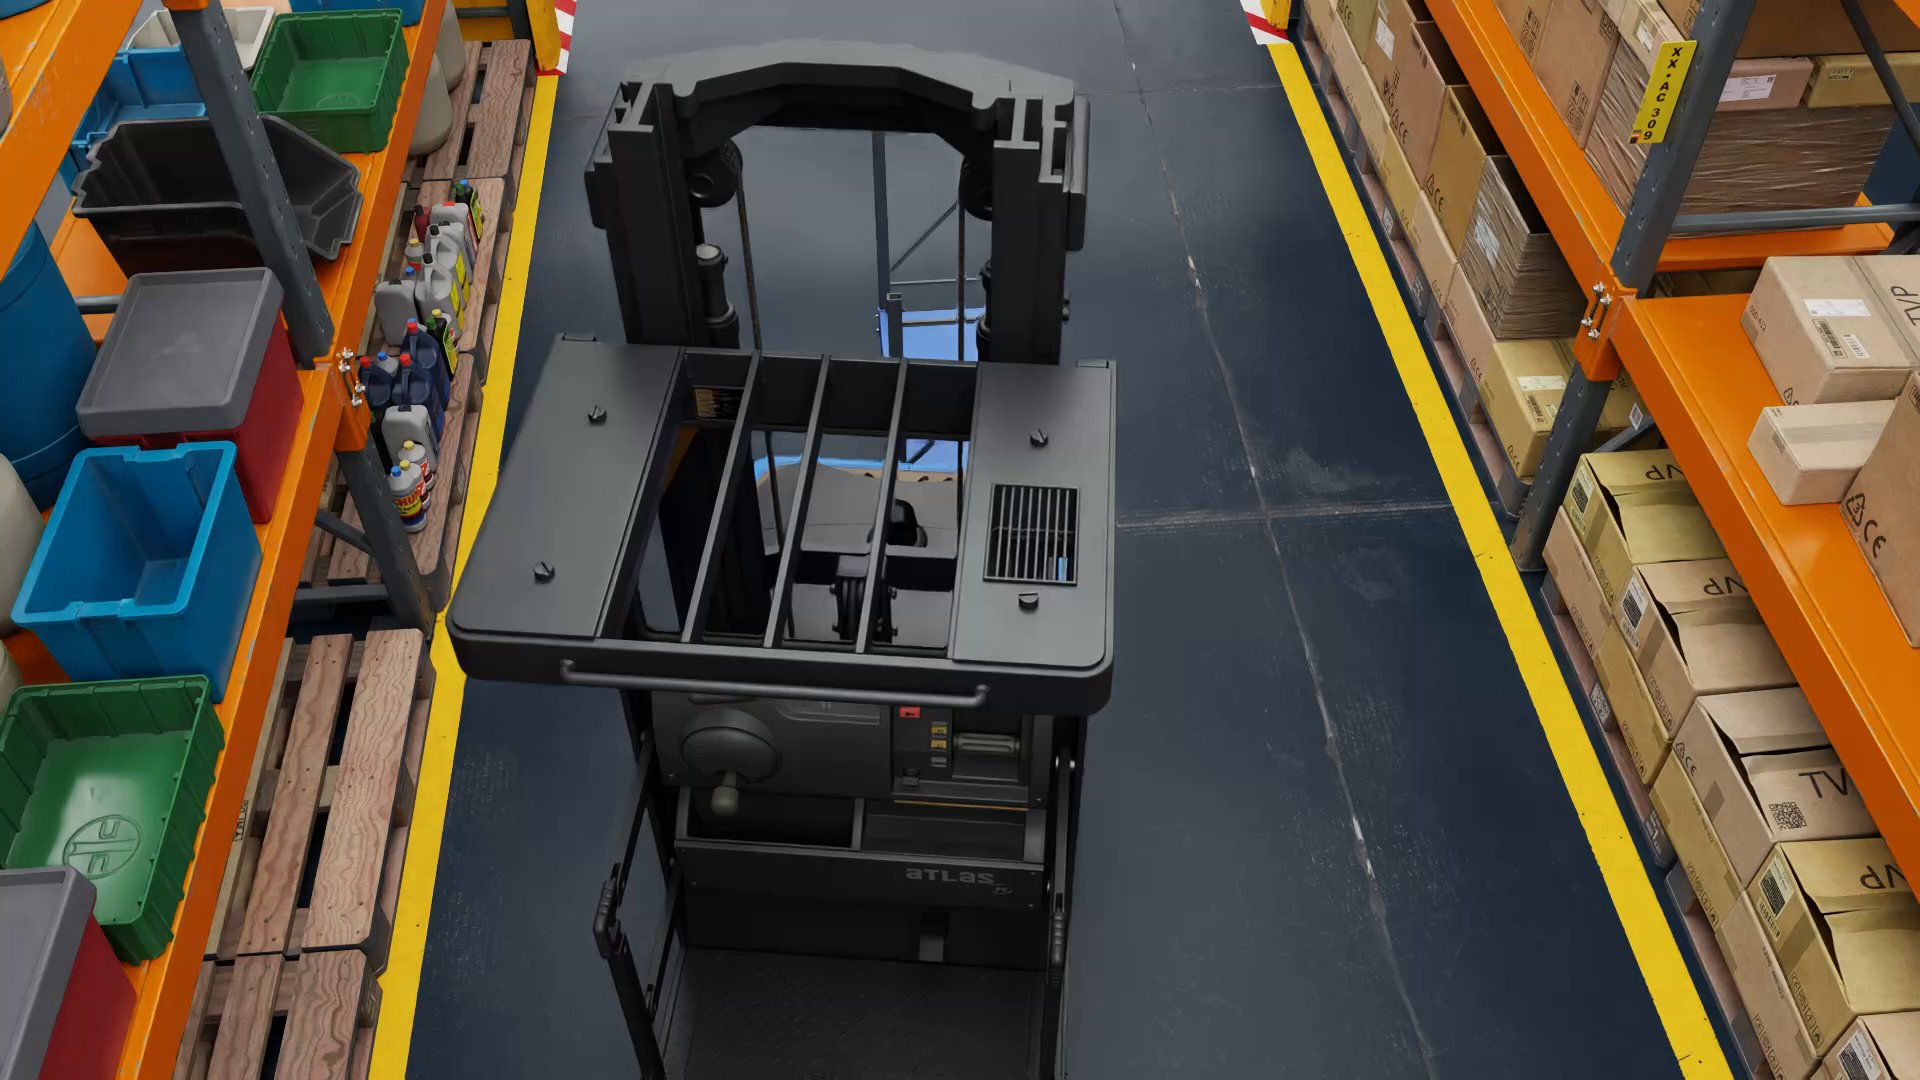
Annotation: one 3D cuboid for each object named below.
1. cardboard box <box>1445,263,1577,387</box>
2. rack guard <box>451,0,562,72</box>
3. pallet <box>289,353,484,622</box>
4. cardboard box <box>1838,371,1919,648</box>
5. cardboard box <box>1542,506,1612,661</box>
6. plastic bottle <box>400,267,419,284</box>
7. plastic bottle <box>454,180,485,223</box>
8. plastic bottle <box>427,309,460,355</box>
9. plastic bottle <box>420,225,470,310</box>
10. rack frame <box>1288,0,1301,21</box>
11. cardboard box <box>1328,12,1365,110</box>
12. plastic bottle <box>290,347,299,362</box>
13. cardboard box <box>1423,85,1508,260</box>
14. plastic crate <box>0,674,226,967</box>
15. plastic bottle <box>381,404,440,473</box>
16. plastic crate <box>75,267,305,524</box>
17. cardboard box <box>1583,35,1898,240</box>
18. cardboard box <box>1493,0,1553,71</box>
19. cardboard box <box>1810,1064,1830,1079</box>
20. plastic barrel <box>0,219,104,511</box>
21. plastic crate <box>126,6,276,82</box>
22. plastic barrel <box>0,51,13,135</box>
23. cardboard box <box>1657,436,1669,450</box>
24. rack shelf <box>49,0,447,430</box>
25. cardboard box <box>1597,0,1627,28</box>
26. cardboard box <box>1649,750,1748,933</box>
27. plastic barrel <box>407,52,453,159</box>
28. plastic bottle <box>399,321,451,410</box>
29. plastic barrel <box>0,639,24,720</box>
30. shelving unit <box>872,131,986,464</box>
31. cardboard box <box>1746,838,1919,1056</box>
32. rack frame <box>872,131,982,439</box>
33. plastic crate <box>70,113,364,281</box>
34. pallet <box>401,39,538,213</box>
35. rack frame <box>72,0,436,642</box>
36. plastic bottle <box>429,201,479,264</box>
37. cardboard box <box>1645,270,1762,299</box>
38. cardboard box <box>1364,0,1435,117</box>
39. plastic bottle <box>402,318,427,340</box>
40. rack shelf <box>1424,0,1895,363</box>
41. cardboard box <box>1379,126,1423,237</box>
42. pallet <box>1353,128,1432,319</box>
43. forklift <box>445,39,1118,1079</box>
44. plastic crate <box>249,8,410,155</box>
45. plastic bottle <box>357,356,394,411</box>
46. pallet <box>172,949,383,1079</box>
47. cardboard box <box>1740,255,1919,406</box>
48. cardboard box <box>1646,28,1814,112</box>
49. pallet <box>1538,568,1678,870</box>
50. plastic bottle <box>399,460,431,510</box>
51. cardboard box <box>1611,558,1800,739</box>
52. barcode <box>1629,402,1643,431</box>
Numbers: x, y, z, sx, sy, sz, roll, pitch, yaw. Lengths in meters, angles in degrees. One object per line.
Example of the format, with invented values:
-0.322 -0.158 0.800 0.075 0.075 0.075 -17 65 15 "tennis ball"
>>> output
2.265 -0.866 6.609 0.500 0.250 0.500 -3 47 -3 "cardboard box"
-2.664 -2.667 8.431 1.175 0.500 0.348 -3 47 -3 "rack guard"
-2.397 -0.214 6.307 1.003 0.211 1.213 -3 47 -3 "pallet"
2.646 -0.079 4.190 0.500 0.500 0.500 0 47 0 "cardboard box"
2.341 0.125 5.670 0.500 0.250 0.500 -5 47 -4 "cardboard box"
-2.220 -1.022 6.776 0.097 0.201 0.097 0 47 0 "plastic bottle"
-2.127 -1.465 7.196 0.097 0.201 0.097 0 47 0 "plastic bottle"
-2.053 -0.825 6.590 0.097 0.201 0.097 0 47 0 "plastic bottle"
-2.104 -1.113 6.759 0.144 0.351 0.185 -2 47 -2 "plastic bottle"
2.219 -3.877 7.855 1.000 3.000 0.127 -3 47 -3 "rack frame"
2.088 -2.312 7.979 0.500 0.250 0.500 -3 47 -3 "cardboard box"
-2.670 -0.847 6.554 0.061 0.283 0.133 -3 47 -3 "plastic bottle"
2.221 -1.486 6.679 0.500 0.500 0.500 -3 47 -3 "cardboard box"
-1.955 0.632 3.732 0.450 0.188 0.662 -3 47 -3 "plastic crate"
-2.027 -0.388 6.125 0.152 0.276 0.135 -2 47 -2 "plastic bottle"
-2.037 -0.374 4.495 0.402 0.464 0.583 -3 47 -3 "plastic crate"
2.510 -1.338 5.382 0.700 0.500 0.500 -5 47 -4 "cardboard box"
2.422 -2.082 6.087 0.700 0.500 0.500 -3 47 -3 "cardboard box"
2.516 1.610 4.264 0.500 0.250 0.500 -3 47 -2 "cardboard box"
-2.652 -0.559 4.368 0.600 0.901 0.708 -3 47 -3 "plastic barrel"
-2.771 -1.753 6.026 0.530 0.136 0.437 -3 47 -3 "plastic crate"
-2.069 -1.060 2.777 0.600 0.901 0.600 0 47 0 "plastic barrel"
2.817 -0.535 6.296 0.500 0.250 0.500 -3 47 -3 "cardboard box"
-2.550 -1.884 6.464 1.077 0.370 4.000 -3 47 -3 "rack shelf"
2.274 -1.792 5.366 0.380 0.149 0.250 -5 47 -4 "cardboard box"
2.428 0.870 4.965 0.500 0.250 0.500 -5 47 -5 "cardboard box"
-2.544 -2.033 7.534 0.421 0.512 0.421 0 47 0 "plastic barrel"
-2.052 -0.670 6.340 0.144 0.351 0.185 -5 47 -5 "plastic bottle"
-2.425 0.330 3.966 0.301 0.262 0.301 0 47 0 "plastic barrel"
-0.007 -0.577 5.764 0.538 1.500 1.048 -3 47 -3 "shelving unit"
2.470 1.052 4.406 0.500 0.311 0.500 -2 47 -2 "cardboard box"
-0.050 -0.945 6.112 0.500 1.500 0.032 -3 47 -3 "rack frame"
-2.300 -1.049 5.221 0.767 0.338 0.504 -3 47 -3 "plastic crate"
-2.601 -1.979 7.979 1.003 0.211 1.213 -3 47 -3 "pallet"
-2.382 -0.684 4.832 1.000 3.000 0.127 -3 47 -3 "rack frame"
-2.133 -1.307 6.995 0.152 0.276 0.135 -3 47 -3 "plastic bottle"
2.827 -0.794 6.024 0.500 0.500 0.500 -3 47 -3 "cardboard box"
2.141 -2.209 7.364 0.500 0.500 0.500 -3 47 -3 "cardboard box"
-2.102 -0.747 6.468 0.097 0.271 0.097 0 47 0 "plastic bottle"
2.386 -2.182 6.746 1.077 0.370 4.000 -3 47 -3 "rack shelf"
2.166 -1.589 7.293 0.500 0.250 0.500 -3 47 -3 "cardboard box"
2.424 -1.486 7.512 1.003 0.211 1.213 -3 47 -3 "pallet"
-0.264 0.558 3.703 1.130 2.935 3.031 3 47 3 "forklift"
-2.215 -1.611 5.855 0.450 0.188 0.662 -3 47 -3 "plastic crate"
-2.180 -0.525 6.203 0.144 0.351 0.185 -3 47 -3 "plastic bottle"
-2.173 1.725 4.471 1.003 0.211 1.213 -3 47 -3 "pallet"
2.639 -0.577 4.834 0.500 0.250 0.500 -1 47 -1 "cardboard box"
2.318 -1.424 5.017 0.380 0.149 0.250 -4 47 -3 "cardboard box"
2.654 0.507 5.624 1.003 0.211 1.213 -3 47 -3 "pallet"
-1.981 -0.204 6.001 0.097 0.201 0.097 0 47 0 "plastic bottle"
2.377 0.302 5.116 0.500 0.311 0.500 -4 47 -4 "cardboard box"
2.160 -0.394 5.315 0.001 0.075 0.075 -3 47 -3 "barcode"
